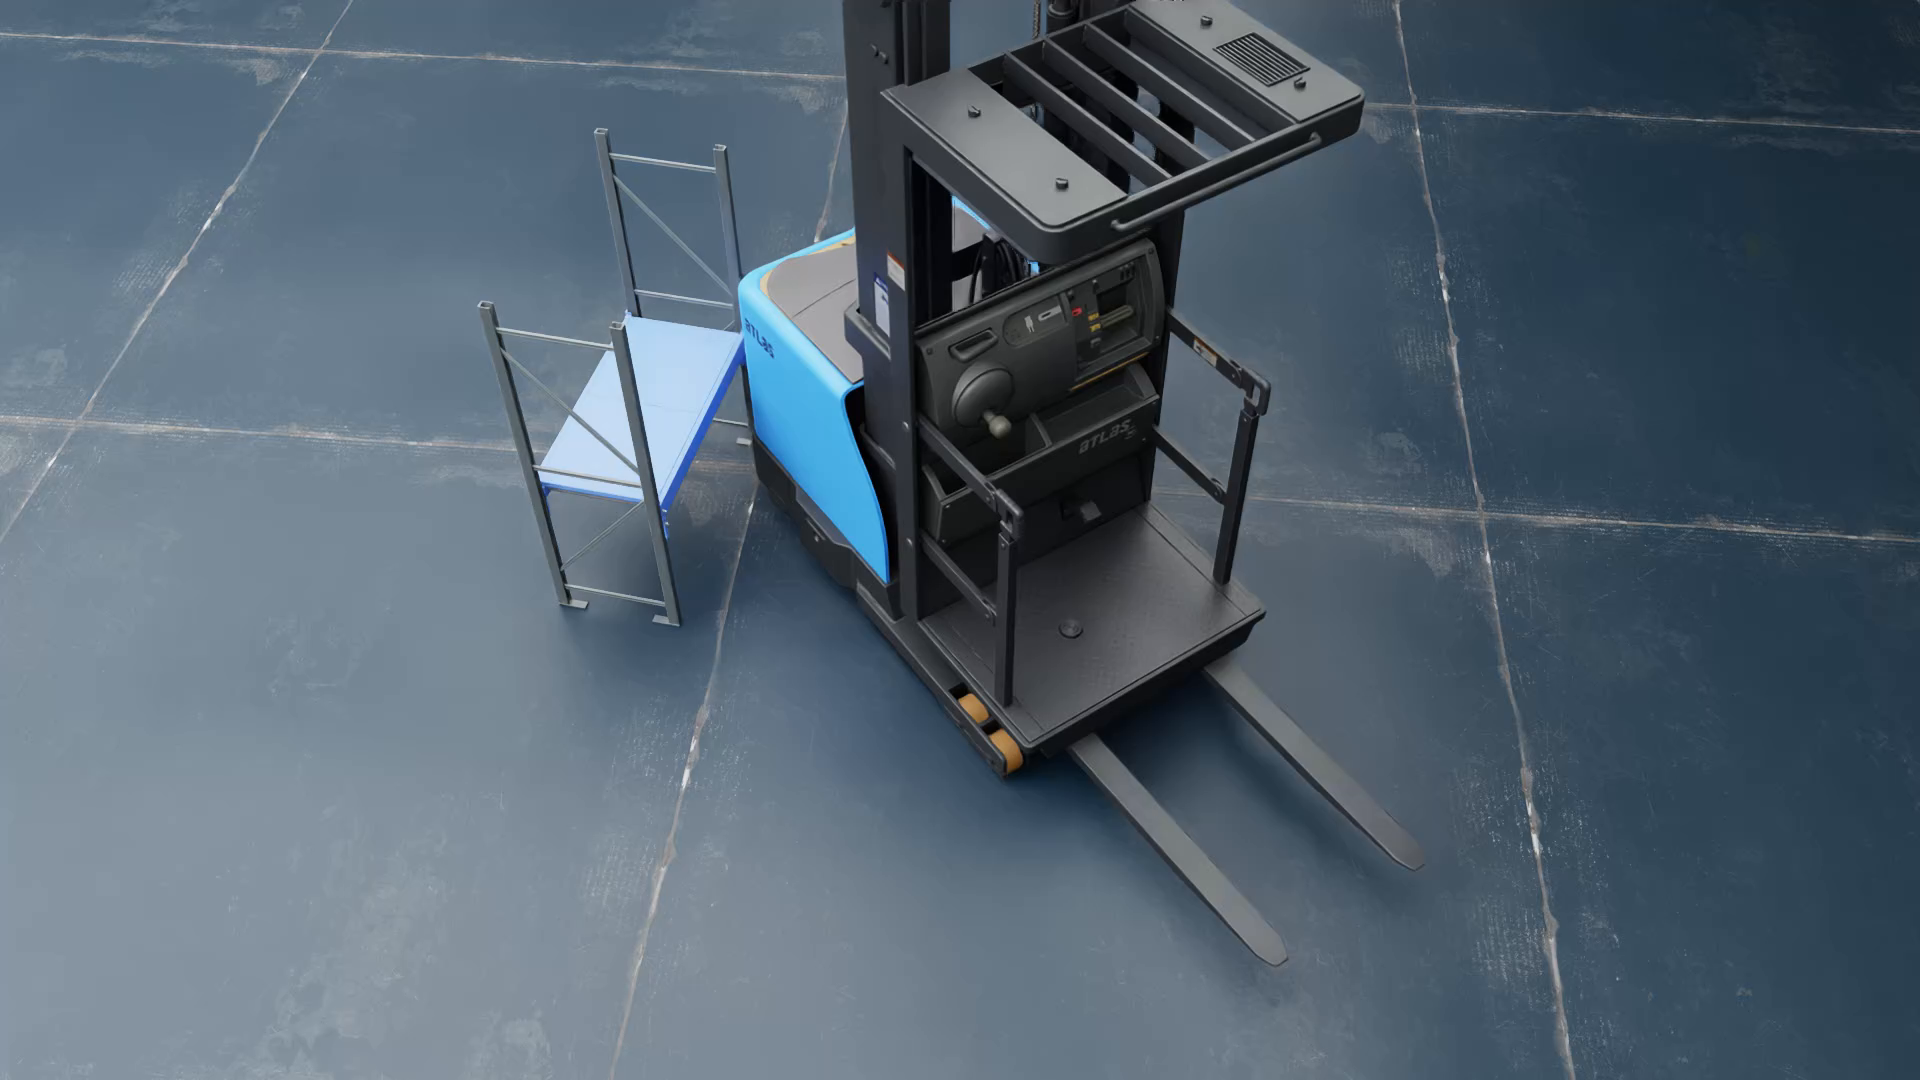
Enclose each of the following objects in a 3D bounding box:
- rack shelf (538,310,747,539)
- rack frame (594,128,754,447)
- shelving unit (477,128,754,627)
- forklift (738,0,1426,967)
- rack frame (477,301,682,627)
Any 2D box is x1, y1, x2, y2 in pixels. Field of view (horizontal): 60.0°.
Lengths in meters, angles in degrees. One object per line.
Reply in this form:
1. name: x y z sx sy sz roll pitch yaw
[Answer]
1. rack shelf: -1.209 -0.466 6.404 0.538 0.185 1.000 10 48 9
2. rack frame: -1.092 -0.953 6.605 0.500 1.500 0.032 10 48 9
3. shelving unit: -1.209 -0.587 6.271 0.538 1.500 1.048 10 48 9
4. forklift: 0.404 -0.556 5.272 1.130 2.935 3.031 -27 53 -23
5. rack frame: -1.325 -0.222 5.937 0.500 1.500 0.032 10 48 9
